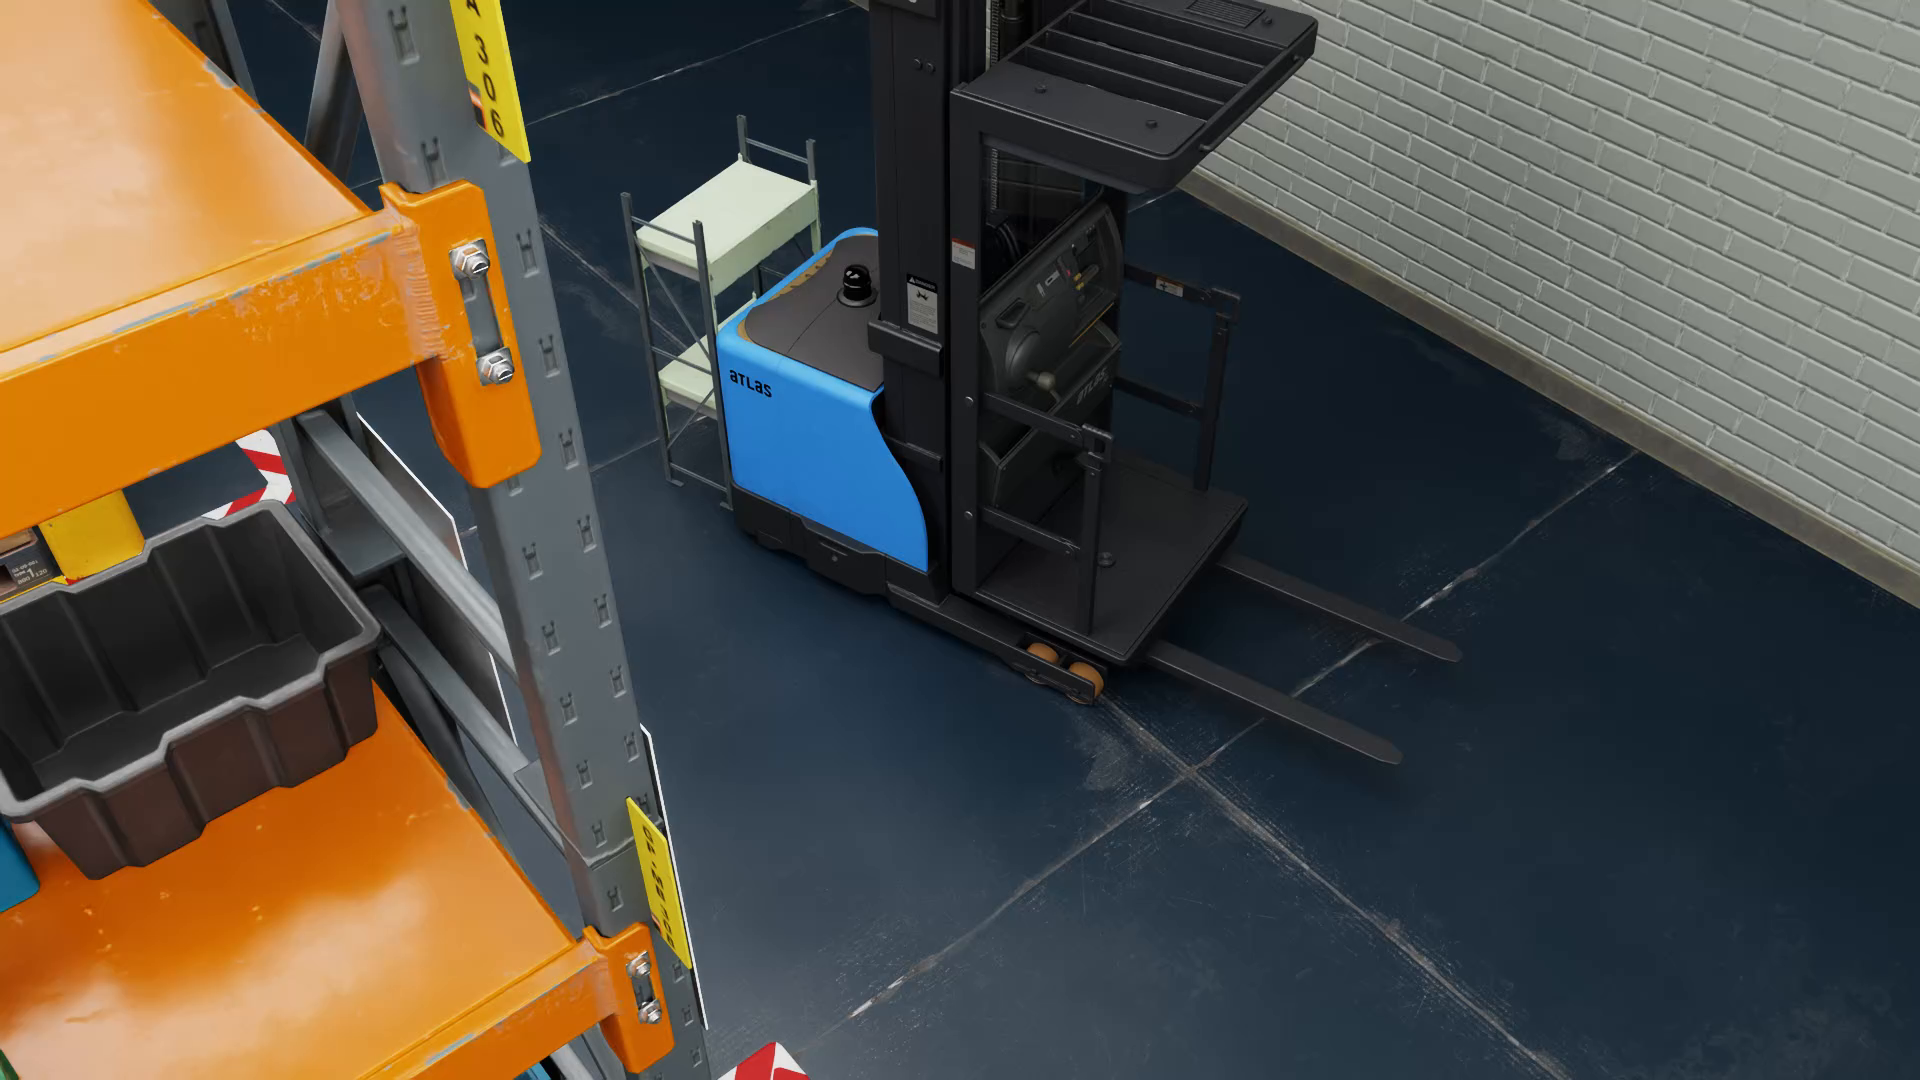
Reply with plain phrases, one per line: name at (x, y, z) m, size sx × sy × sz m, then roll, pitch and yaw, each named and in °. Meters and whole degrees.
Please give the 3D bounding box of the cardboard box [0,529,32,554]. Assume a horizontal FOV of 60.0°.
cardboard box at (-4.242, -0.199, 6.830) m, size 0.500 × 0.500 × 0.500 m, roll -30°, pitch 51°, yaw -28°

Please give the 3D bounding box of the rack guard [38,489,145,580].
rack guard at (-4.041, -0.374, 7.337) m, size 0.348 × 0.500 × 1.175 m, roll -30°, pitch 51°, yaw -28°

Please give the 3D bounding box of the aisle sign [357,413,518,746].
aisle sign at (-0.943, 0.149, 3.055) m, size 0.004 × 0.787 × 0.394 m, roll -30°, pitch 51°, yaw -28°

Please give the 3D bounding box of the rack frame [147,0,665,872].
rack frame at (-0.808, -0.903, 1.691) m, size 0.127 × 3.000 × 1.000 m, roll -30°, pitch 51°, yaw -28°

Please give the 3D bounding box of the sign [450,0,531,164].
sign at (-0.443, -0.503, 1.502) m, size 0.005 × 0.325 × 0.100 m, roll -30°, pitch 51°, yaw -28°

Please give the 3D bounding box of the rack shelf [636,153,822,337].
rack shelf at (-0.968, -1.244, 6.963) m, size 0.431 × 0.370 × 0.720 m, roll 24°, pitch 48°, yaw 23°

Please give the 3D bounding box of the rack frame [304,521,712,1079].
rack frame at (-0.808, 1.284, 3.745) m, size 0.127 × 3.000 × 1.000 m, roll -30°, pitch 51°, yaw -28°

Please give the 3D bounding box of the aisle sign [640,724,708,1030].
aisle sign at (-0.565, 0.459, 2.725) m, size 0.004 × 0.787 × 0.394 m, roll -30°, pitch 51°, yaw -28°

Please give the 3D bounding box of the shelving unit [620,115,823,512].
shelving unit at (-0.968, -0.960, 7.230) m, size 0.431 × 1.500 × 0.755 m, roll 24°, pitch 48°, yaw 23°

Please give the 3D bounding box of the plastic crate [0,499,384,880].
plastic crate at (-1.282, 0.261, 2.739) m, size 0.590 × 0.269 × 0.497 m, roll -30°, pitch 51°, yaw -28°

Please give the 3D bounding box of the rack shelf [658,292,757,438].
rack shelf at (-0.968, -0.722, 7.453) m, size 0.431 × 0.370 × 0.720 m, roll 24°, pitch 48°, yaw 23°

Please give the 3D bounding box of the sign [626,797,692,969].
sign at (-0.443, 0.511, 2.454) m, size 0.005 × 0.325 × 0.100 m, roll -30°, pitch 51°, yaw -28°

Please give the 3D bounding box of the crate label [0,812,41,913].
crate label at (-1.723, 0.481, 2.518) m, size 0.502 × 0.251 × 0.408 m, roll -30°, pitch 51°, yaw -28°

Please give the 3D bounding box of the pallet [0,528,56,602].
pallet at (-4.652, 0.082, 7.062) m, size 1.213 × 0.211 × 1.003 m, roll -30°, pitch 51°, yaw -28°

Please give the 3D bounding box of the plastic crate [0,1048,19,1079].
plastic crate at (-1.381, 0.851, 2.170) m, size 0.336 × 0.188 × 0.450 m, roll -30°, pitch 51°, yaw -28°

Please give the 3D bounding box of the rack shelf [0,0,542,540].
rack shelf at (-2.342, 0.384, 1.139) m, size 4.000 × 0.370 × 1.077 m, roll -30°, pitch 51°, yaw -28°

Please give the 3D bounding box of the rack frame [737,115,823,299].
rack frame at (-0.769, -1.170, 7.454) m, size 0.400 × 1.500 × 0.023 m, roll 24°, pitch 48°, yaw 23°

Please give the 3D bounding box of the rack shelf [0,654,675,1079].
rack shelf at (-2.342, 1.332, 2.029) m, size 4.000 × 0.370 × 1.077 m, roll -30°, pitch 51°, yaw -28°

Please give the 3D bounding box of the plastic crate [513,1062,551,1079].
plastic crate at (-0.945, 1.495, 3.451) m, size 0.499 × 0.435 × 0.616 m, roll -30°, pitch 51°, yaw -28°

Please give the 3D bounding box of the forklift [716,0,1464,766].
forklift at (0.522, -0.836, 6.053) m, size 3.031 × 2.935 × 1.130 m, roll 24°, pitch 48°, yaw 23°

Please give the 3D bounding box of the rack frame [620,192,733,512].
rack frame at (-1.168, -0.750, 7.007) m, size 0.400 × 1.500 × 0.023 m, roll 24°, pitch 48°, yaw 23°
